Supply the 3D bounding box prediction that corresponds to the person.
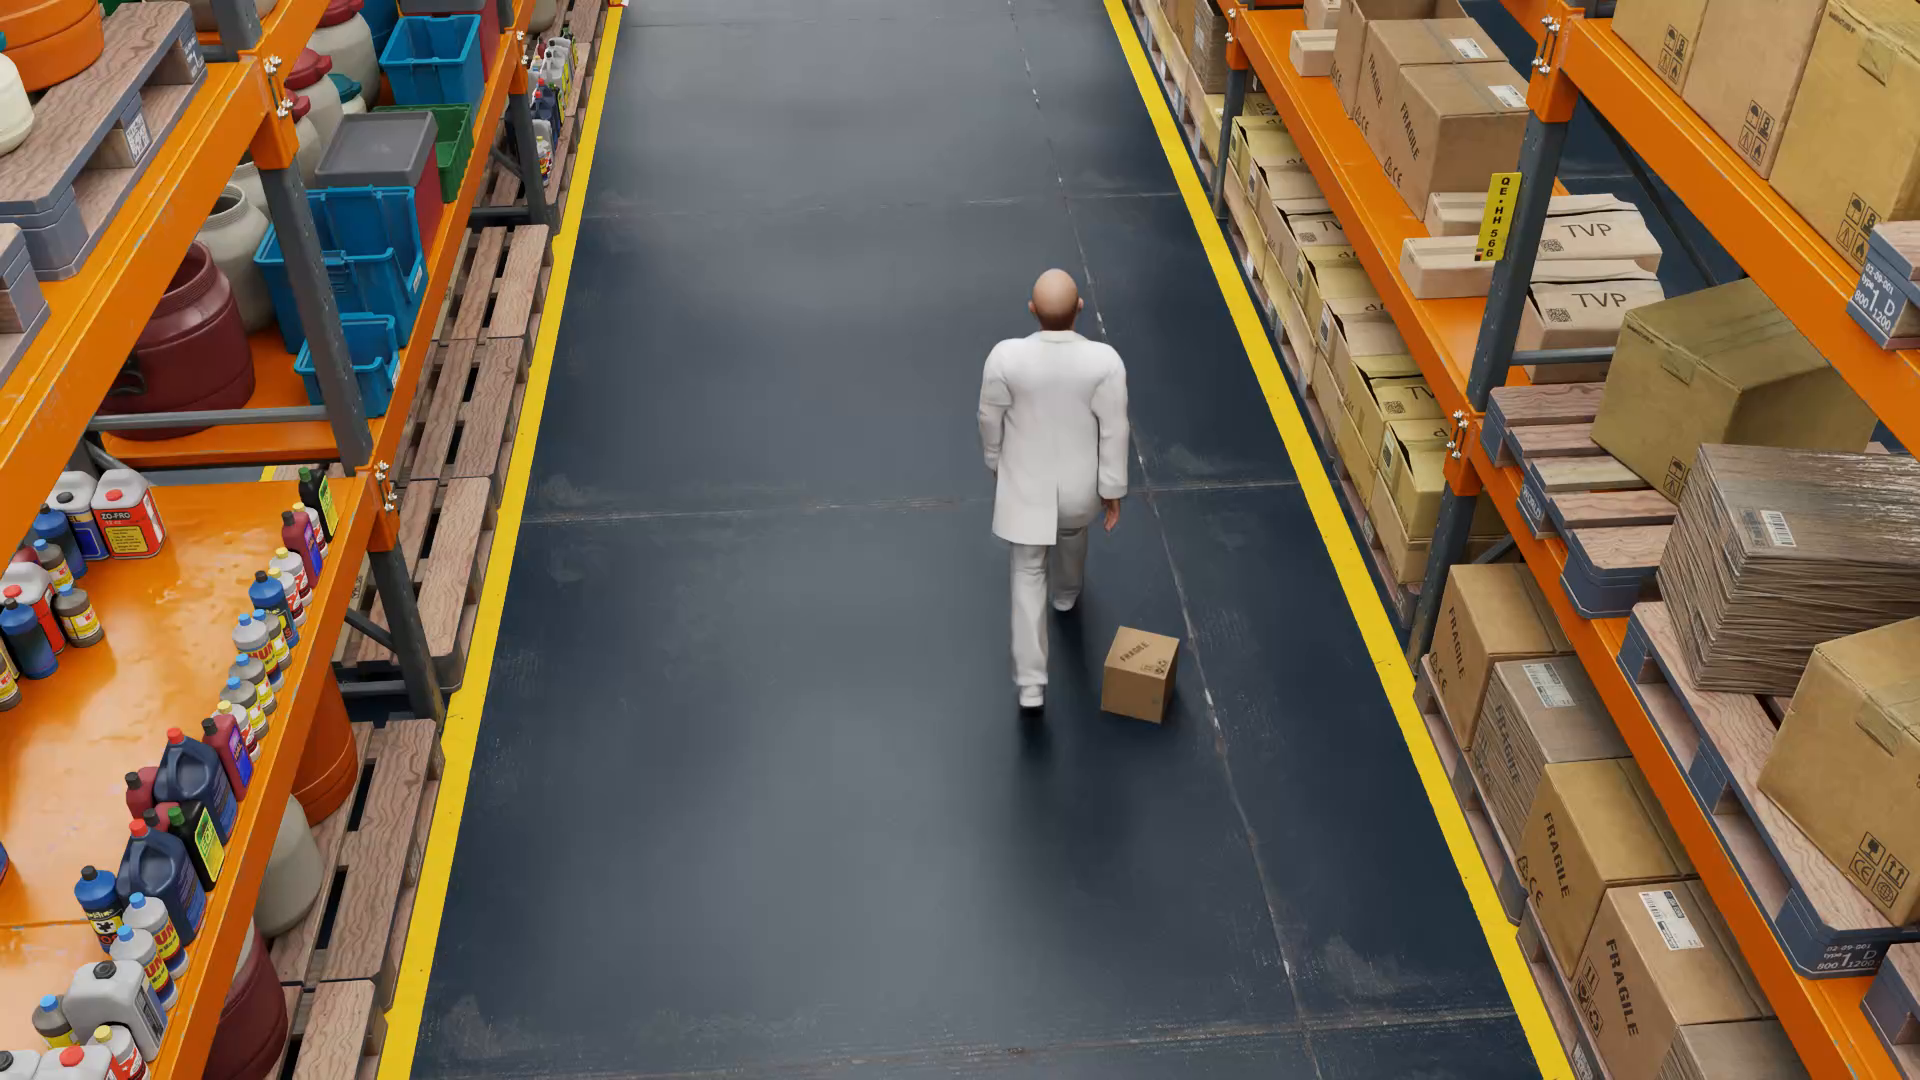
[{"bbox_3d":[0.354,-0.247,6.474,0.576,1.736,1.112,-1,39,-2],"label":"person"}]
